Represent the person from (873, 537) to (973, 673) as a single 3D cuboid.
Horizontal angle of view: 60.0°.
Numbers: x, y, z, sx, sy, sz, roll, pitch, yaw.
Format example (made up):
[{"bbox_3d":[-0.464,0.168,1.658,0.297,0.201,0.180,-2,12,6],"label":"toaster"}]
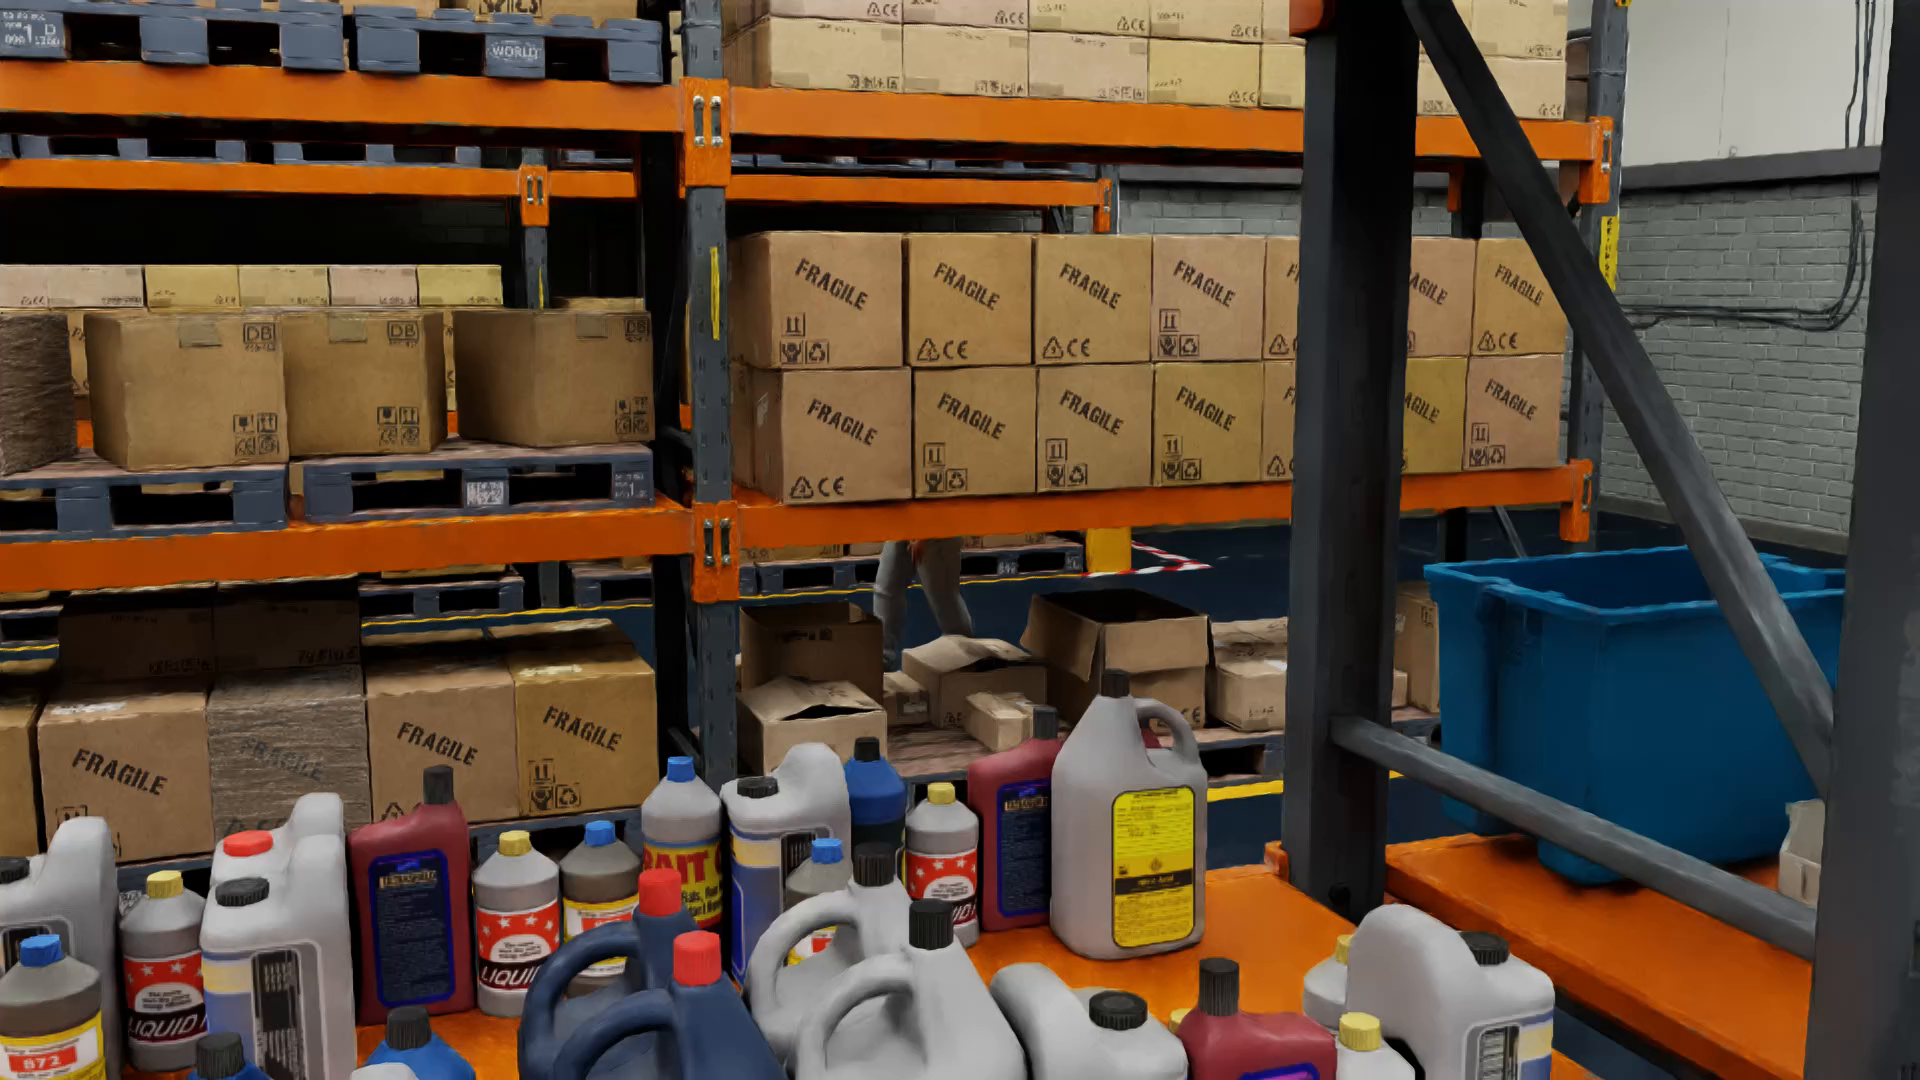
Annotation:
[{"bbox_3d":[-0.249,-0.049,8.613,0.704,1.646,0.506,-4,10,-23],"label":"person"}]
